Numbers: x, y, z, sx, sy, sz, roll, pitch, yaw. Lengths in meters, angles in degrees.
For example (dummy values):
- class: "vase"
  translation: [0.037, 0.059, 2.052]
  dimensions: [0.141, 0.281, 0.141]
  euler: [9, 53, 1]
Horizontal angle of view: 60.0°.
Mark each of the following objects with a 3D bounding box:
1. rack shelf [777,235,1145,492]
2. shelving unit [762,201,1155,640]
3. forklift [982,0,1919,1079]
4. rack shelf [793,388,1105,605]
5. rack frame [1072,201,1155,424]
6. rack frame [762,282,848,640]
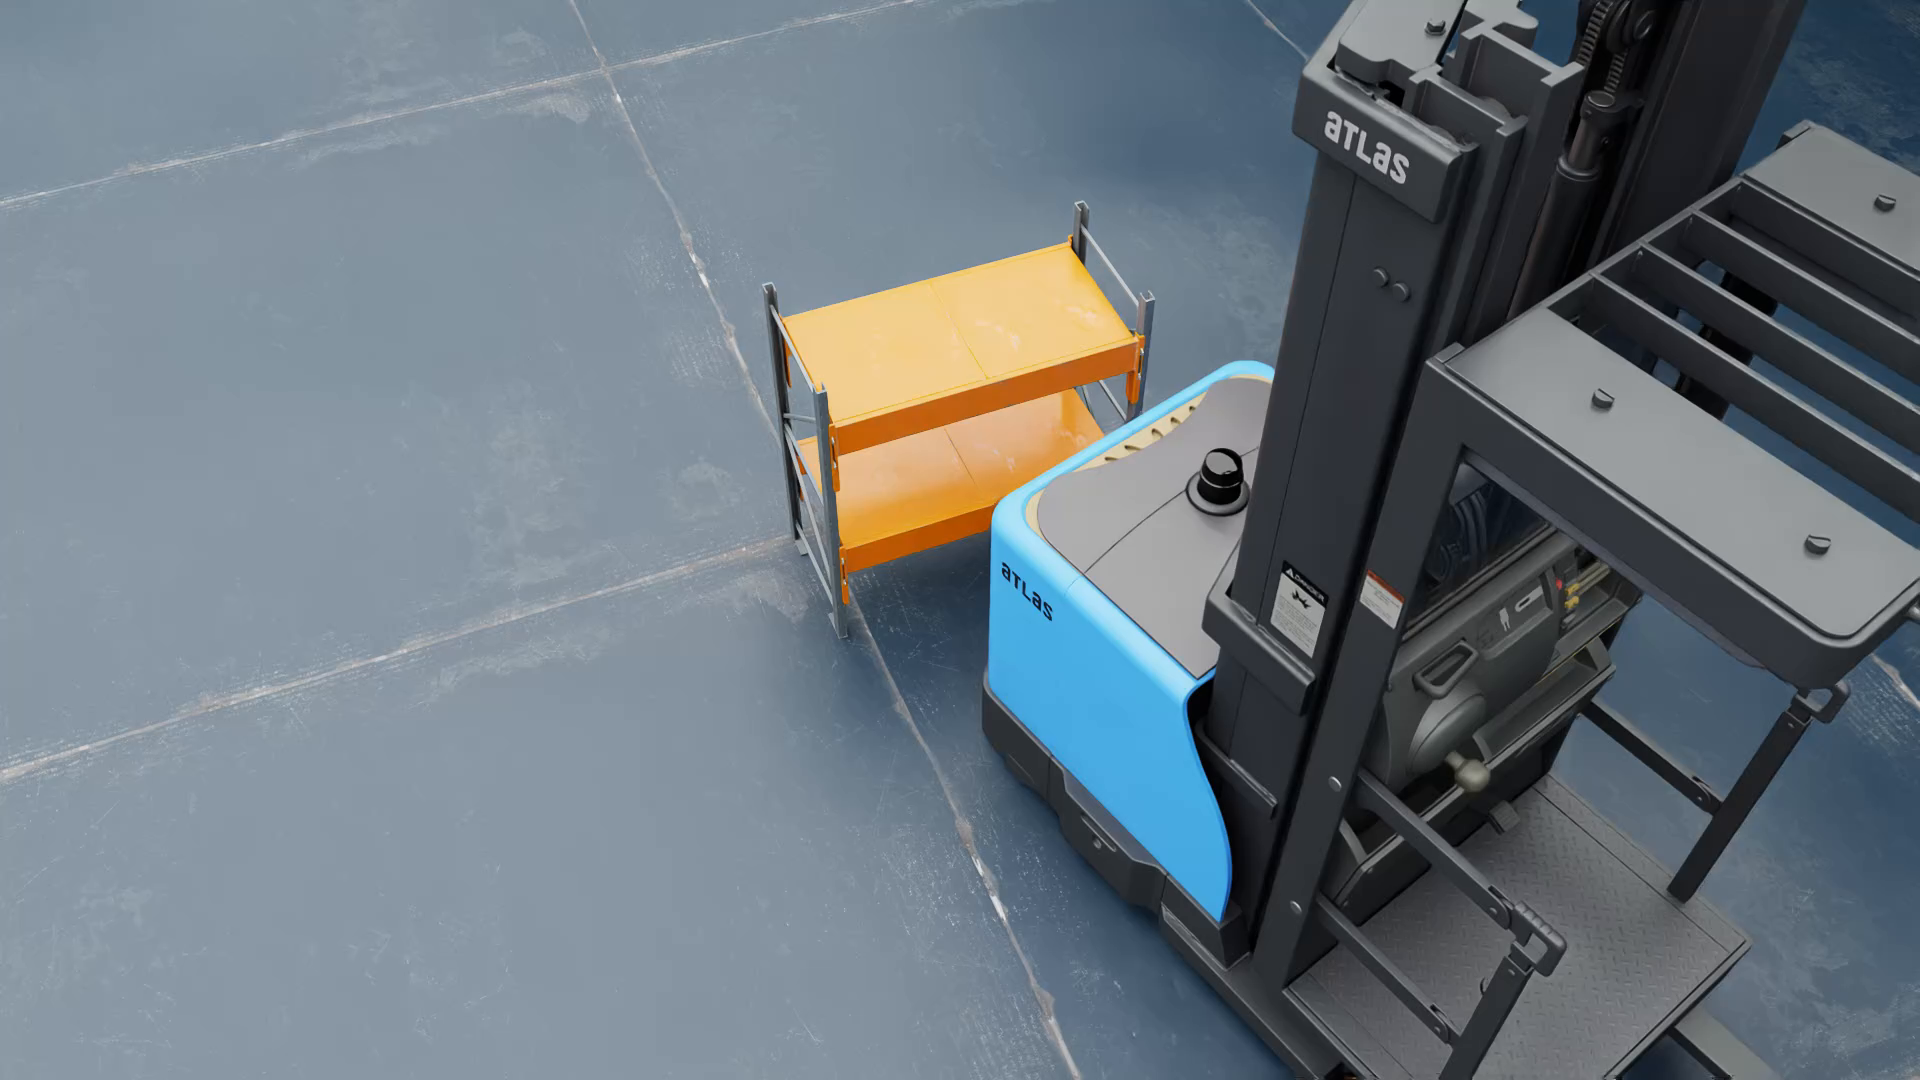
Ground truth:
- class: "rack shelf"
  translation: [-0.006, -0.555, 5.100]
  dimensions: [1.000, 0.278, 0.538]
  euler: [-17, 52, -14]
- class: "shelving unit"
  translation: [-0.006, -0.365, 5.322]
  dimensions: [1.048, 1.125, 0.538]
  euler: [-17, 52, -14]
- class: "forklift"
  translation: [1.376, 0.304, 3.557]
  dimensions: [1.130, 2.935, 3.031]
  euler: [-31, 56, -24]
- class: "rack shelf"
  translation: [-0.006, -0.205, 5.507]
  dimensions: [1.000, 0.278, 0.538]
  euler: [-17, 52, -14]
- class: "rack frame"
  translation: [0.464, -0.510, 5.447]
  dimensions: [0.032, 1.125, 0.500]
  euler: [-17, 52, -14]
- class: "rack frame"
  translation: [-0.477, -0.219, 5.196]
  dimensions: [0.032, 1.125, 0.500]
  euler: [-17, 52, -14]
